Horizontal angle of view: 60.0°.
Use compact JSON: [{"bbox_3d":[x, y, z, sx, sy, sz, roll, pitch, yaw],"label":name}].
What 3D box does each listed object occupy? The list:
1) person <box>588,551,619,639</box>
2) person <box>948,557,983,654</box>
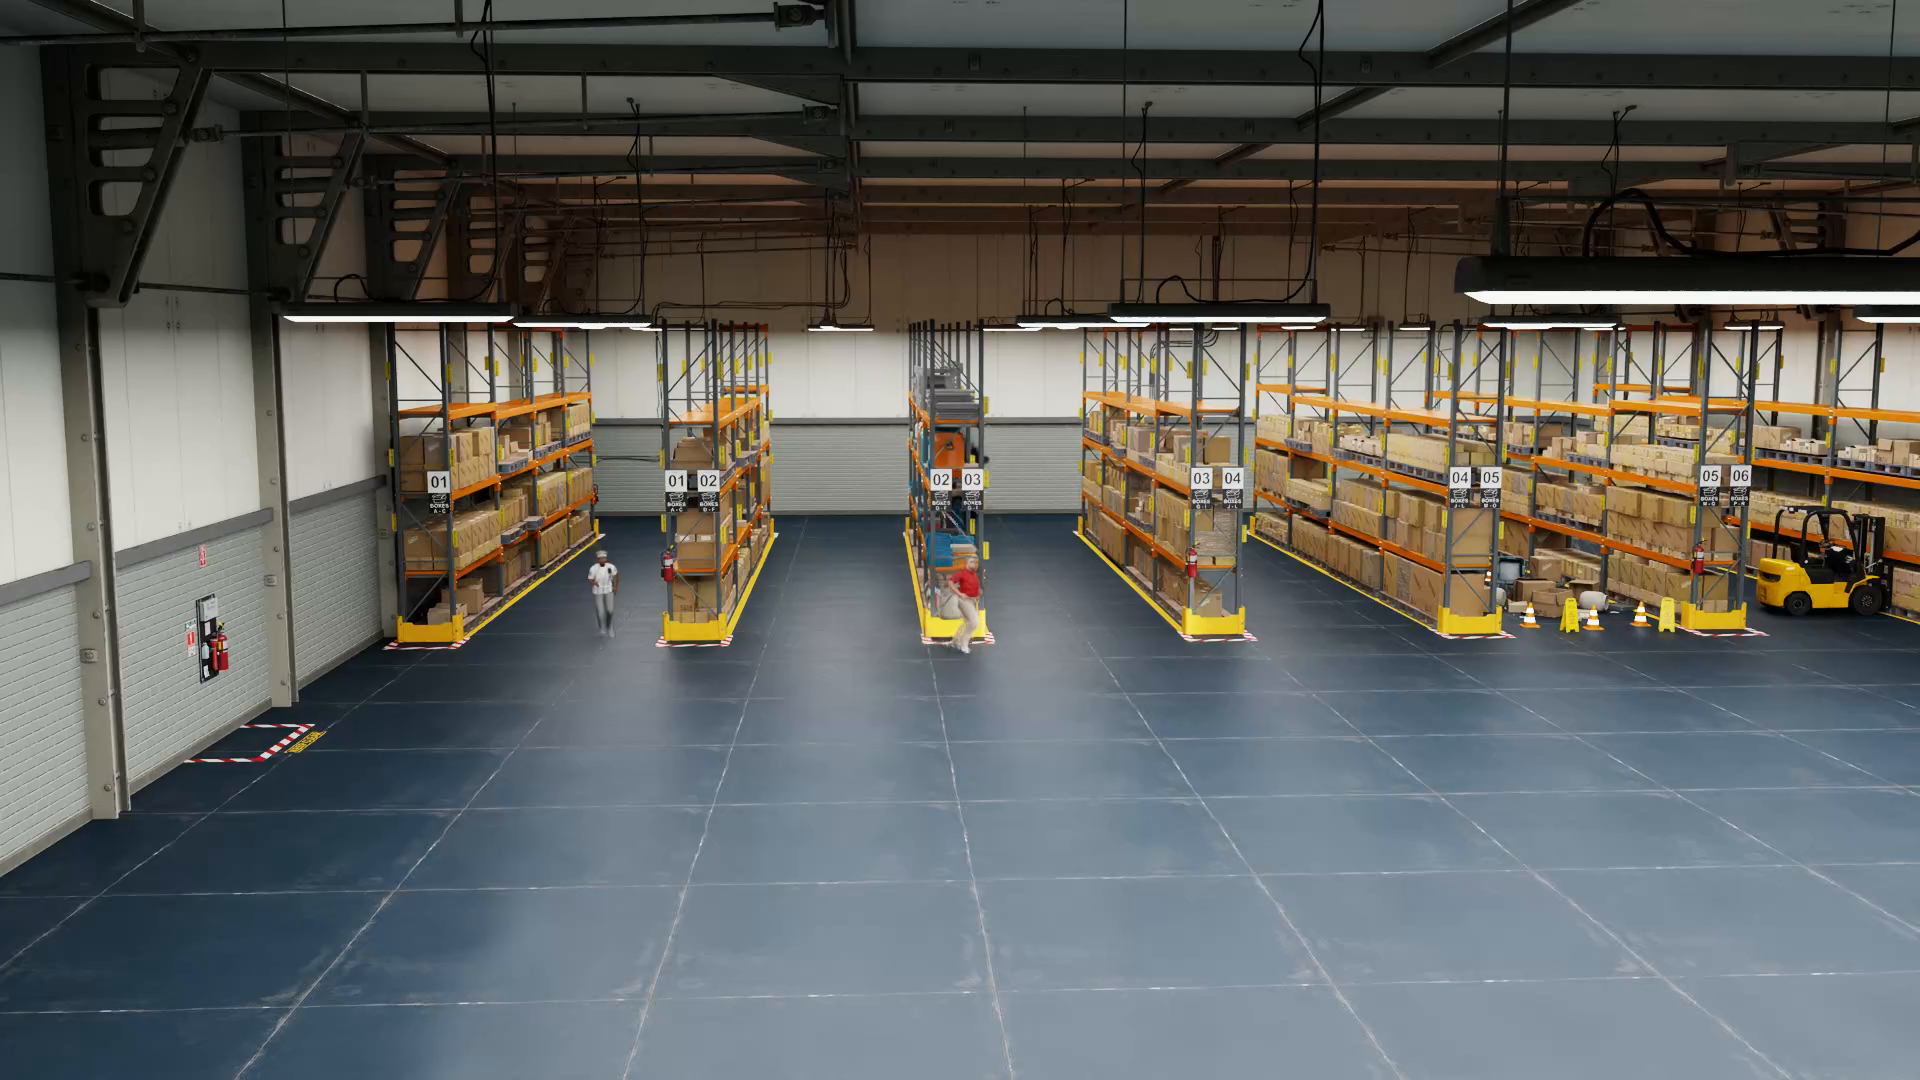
[{"bbox_3d":[-6.735,1.019,31.460,0.587,1.683,0.775,-2,7,-12],"label":"person"},{"bbox_3d":[0.149,1.184,30.104,0.627,1.766,0.691,4,8,30],"label":"person"}]
